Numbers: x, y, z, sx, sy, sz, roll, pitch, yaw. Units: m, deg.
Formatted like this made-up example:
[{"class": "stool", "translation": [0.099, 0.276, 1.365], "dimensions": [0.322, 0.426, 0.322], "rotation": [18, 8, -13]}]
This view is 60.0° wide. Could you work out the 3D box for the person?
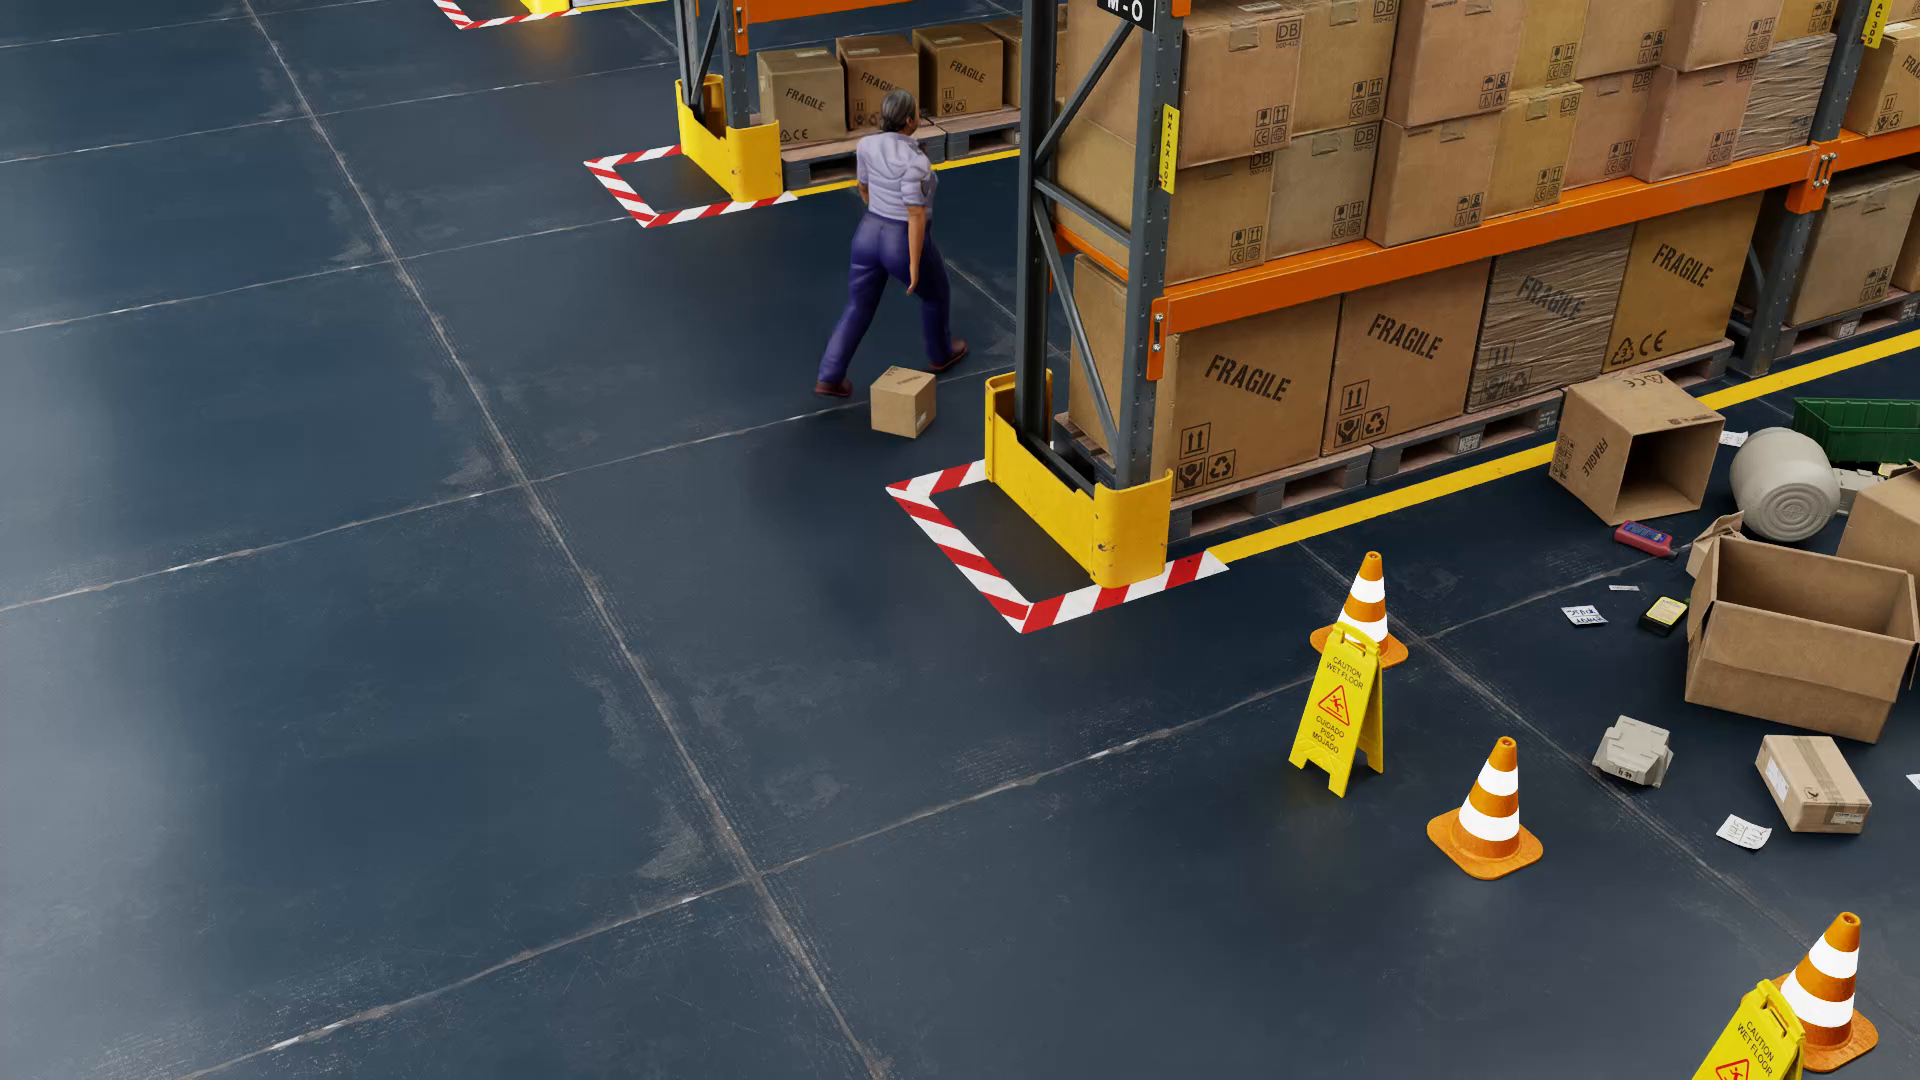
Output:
[{"class": "person", "translation": [-0.351, -1.503, 8.455], "dimensions": [0.526, 1.587, 1.068], "rotation": [21, 39, 29]}]
